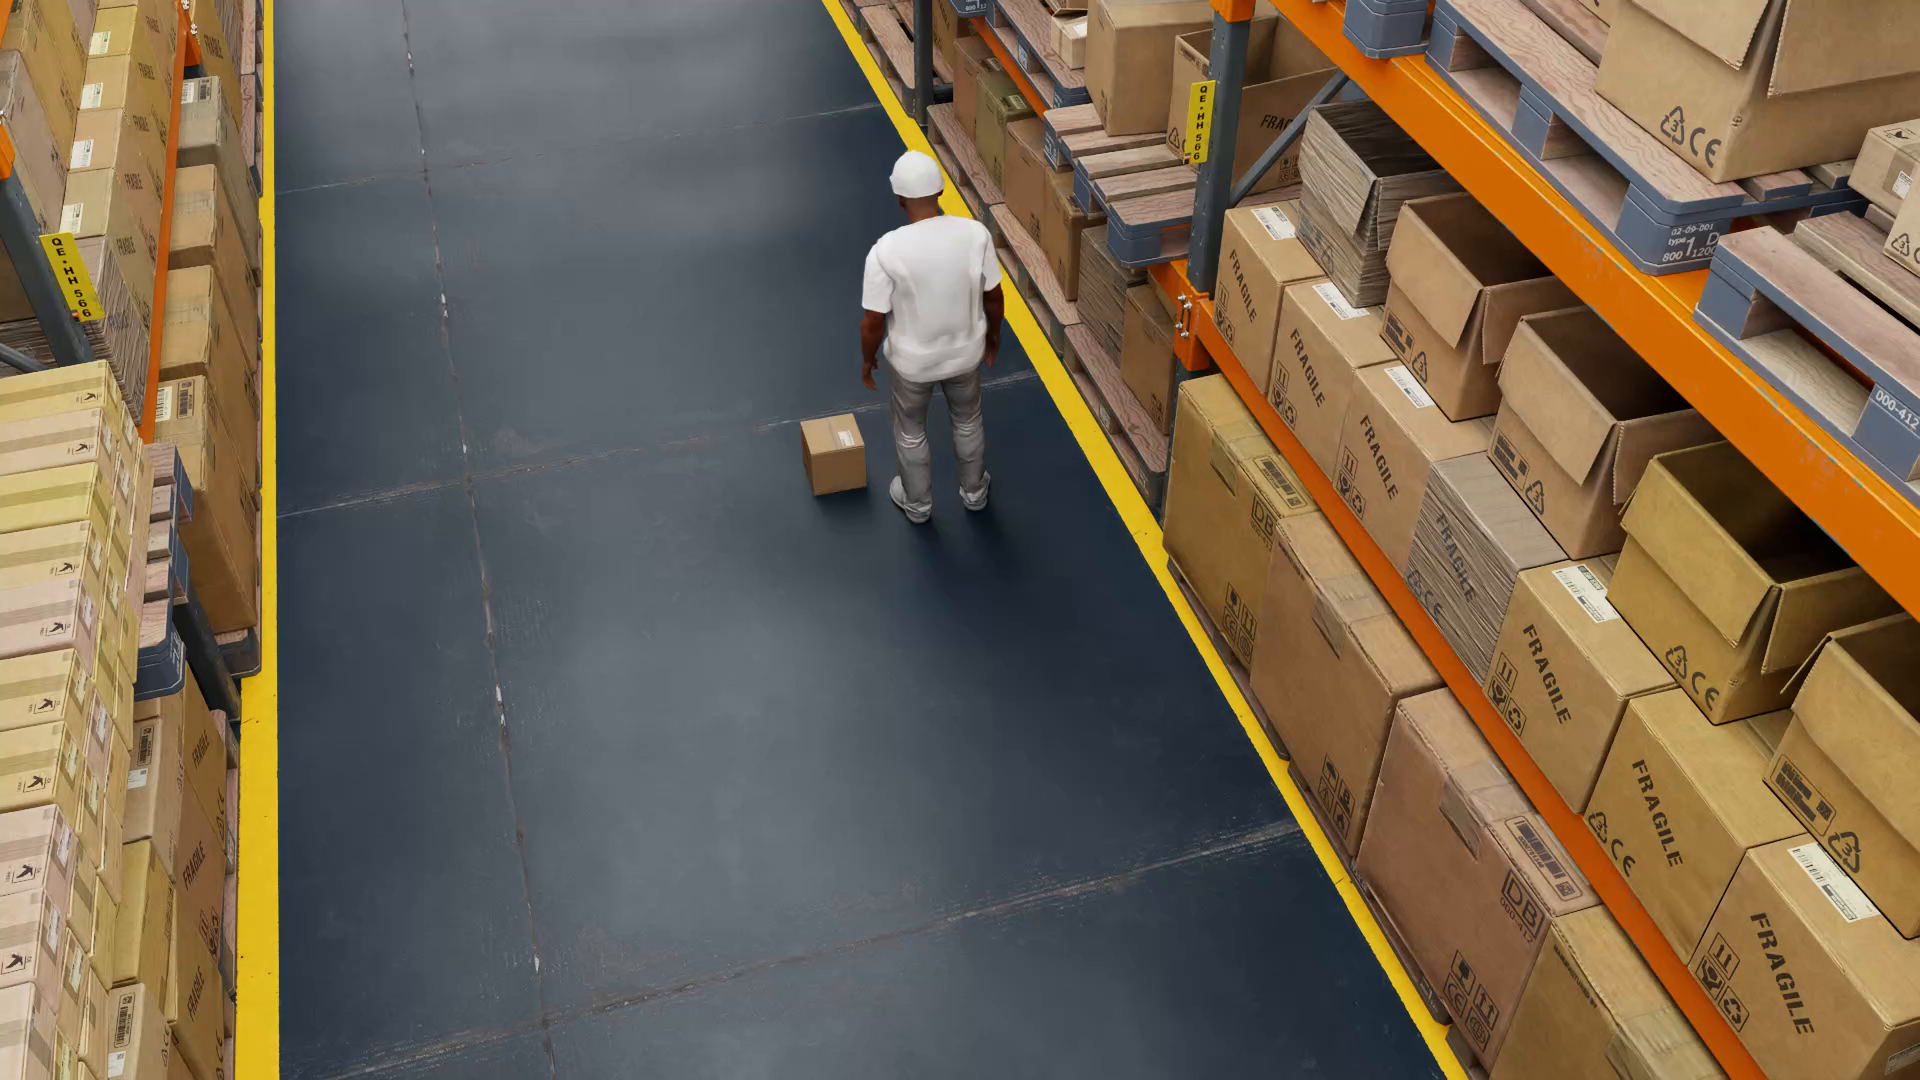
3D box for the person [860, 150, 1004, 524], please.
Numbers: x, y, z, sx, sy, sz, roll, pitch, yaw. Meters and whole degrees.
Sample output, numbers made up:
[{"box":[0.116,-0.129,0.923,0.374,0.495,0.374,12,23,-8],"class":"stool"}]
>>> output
[{"box":[-0.122,-0.825,7.064,0.633,1.759,0.462,-12,43,-13],"class":"person"}]
